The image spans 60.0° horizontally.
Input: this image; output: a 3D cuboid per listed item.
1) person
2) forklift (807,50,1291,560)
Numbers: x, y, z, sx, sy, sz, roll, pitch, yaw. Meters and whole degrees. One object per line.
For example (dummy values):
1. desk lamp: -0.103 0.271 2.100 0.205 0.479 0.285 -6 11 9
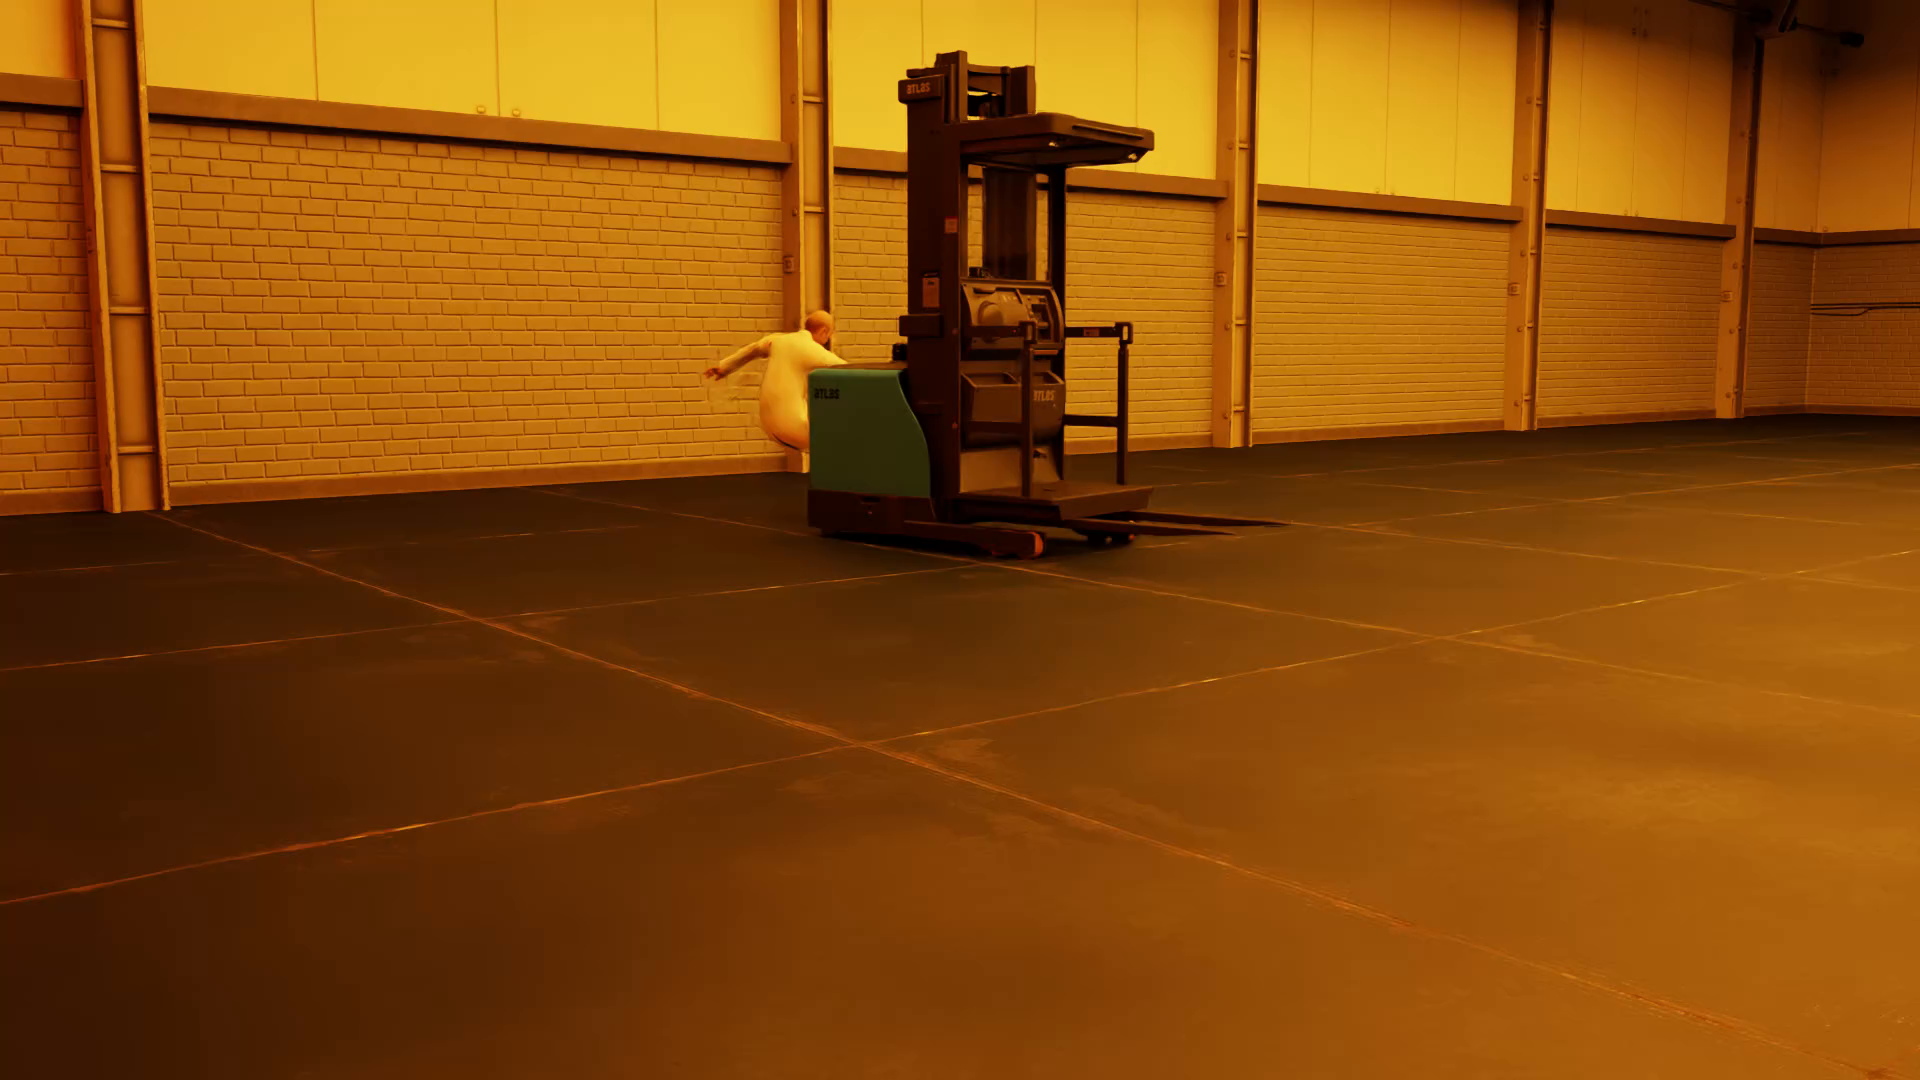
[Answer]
1. person: -1.108 -0.898 11.954 1.029 1.485 1.200 -5 9 -37
2. forklift: 0.487 -1.411 9.955 3.031 2.935 1.130 5 9 38
